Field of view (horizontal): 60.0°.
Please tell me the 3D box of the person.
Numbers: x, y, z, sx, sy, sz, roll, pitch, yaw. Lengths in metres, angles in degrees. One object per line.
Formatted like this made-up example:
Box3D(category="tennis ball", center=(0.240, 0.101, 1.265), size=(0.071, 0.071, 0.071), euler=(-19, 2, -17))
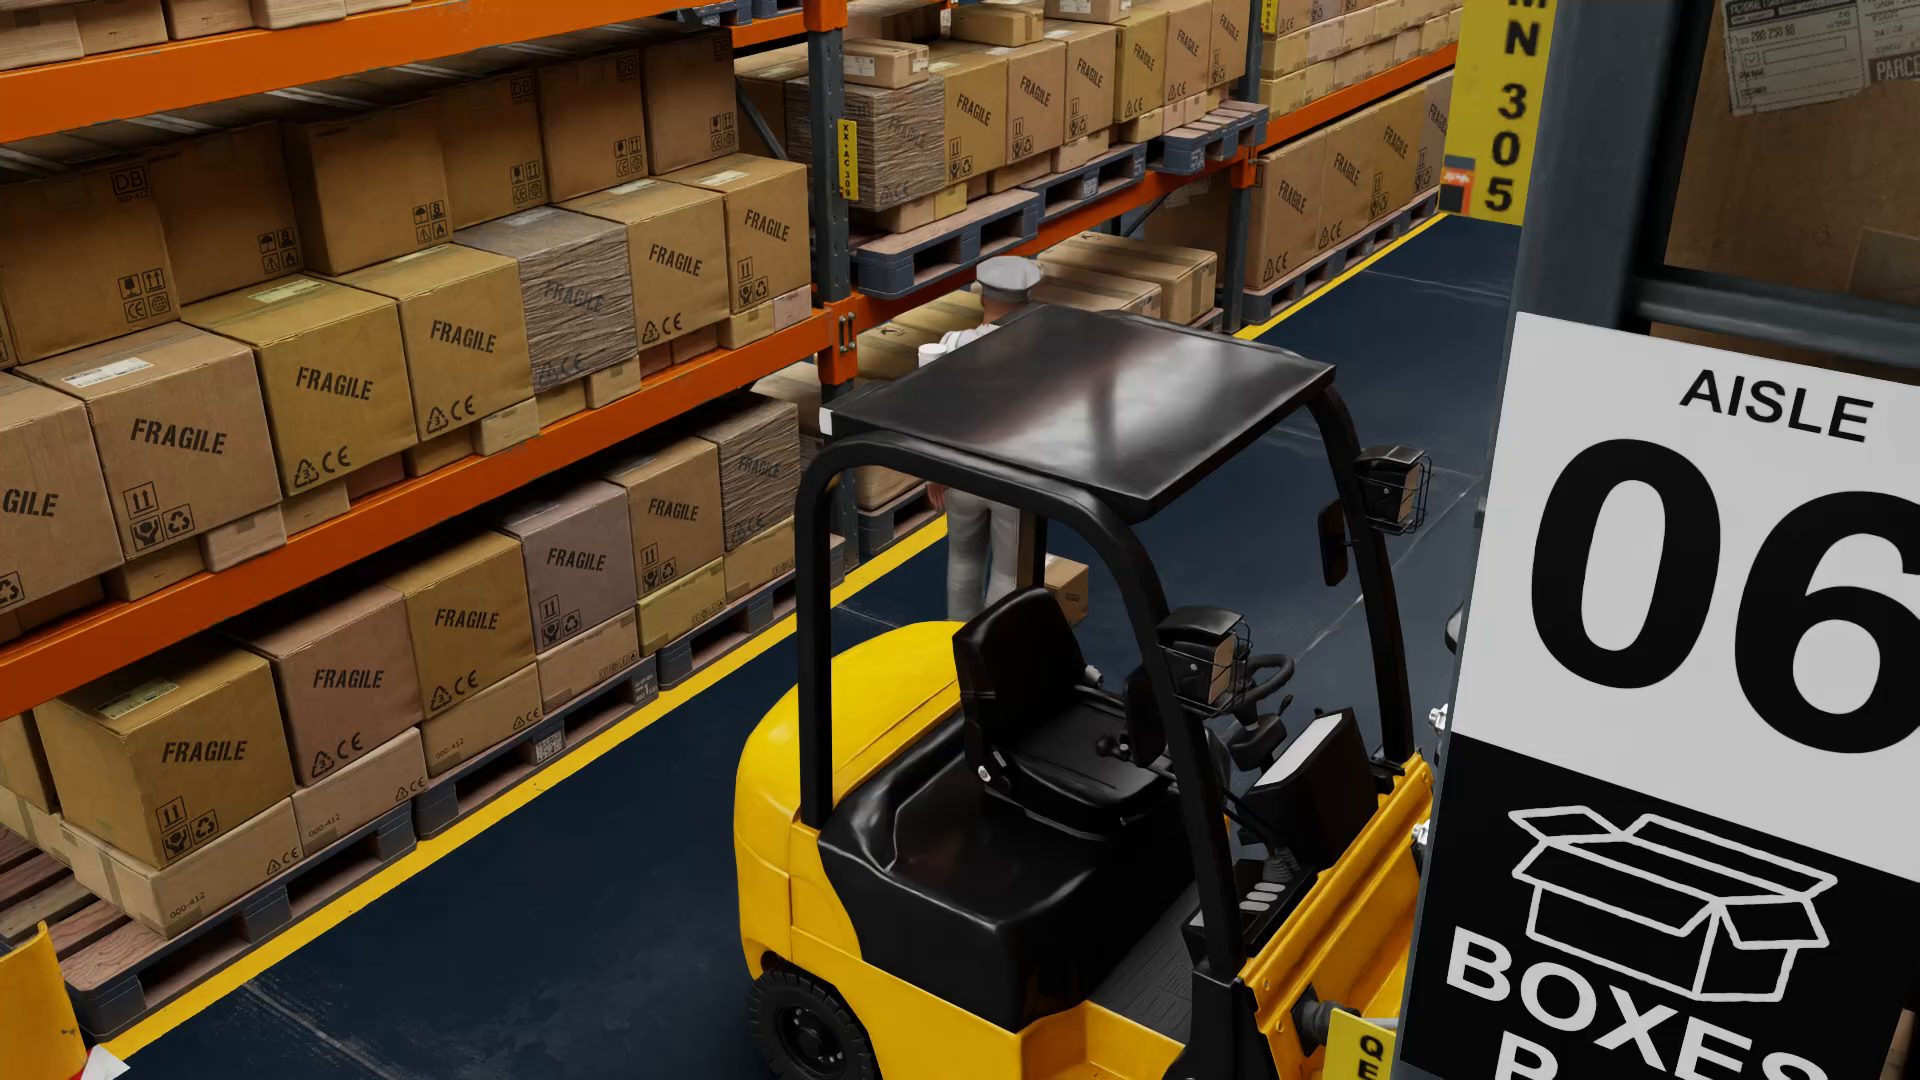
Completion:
Box3D(category="person", center=(0.156, -0.253, 6.617), size=(0.559, 1.781, 0.517), euler=(10, 28, 19))
